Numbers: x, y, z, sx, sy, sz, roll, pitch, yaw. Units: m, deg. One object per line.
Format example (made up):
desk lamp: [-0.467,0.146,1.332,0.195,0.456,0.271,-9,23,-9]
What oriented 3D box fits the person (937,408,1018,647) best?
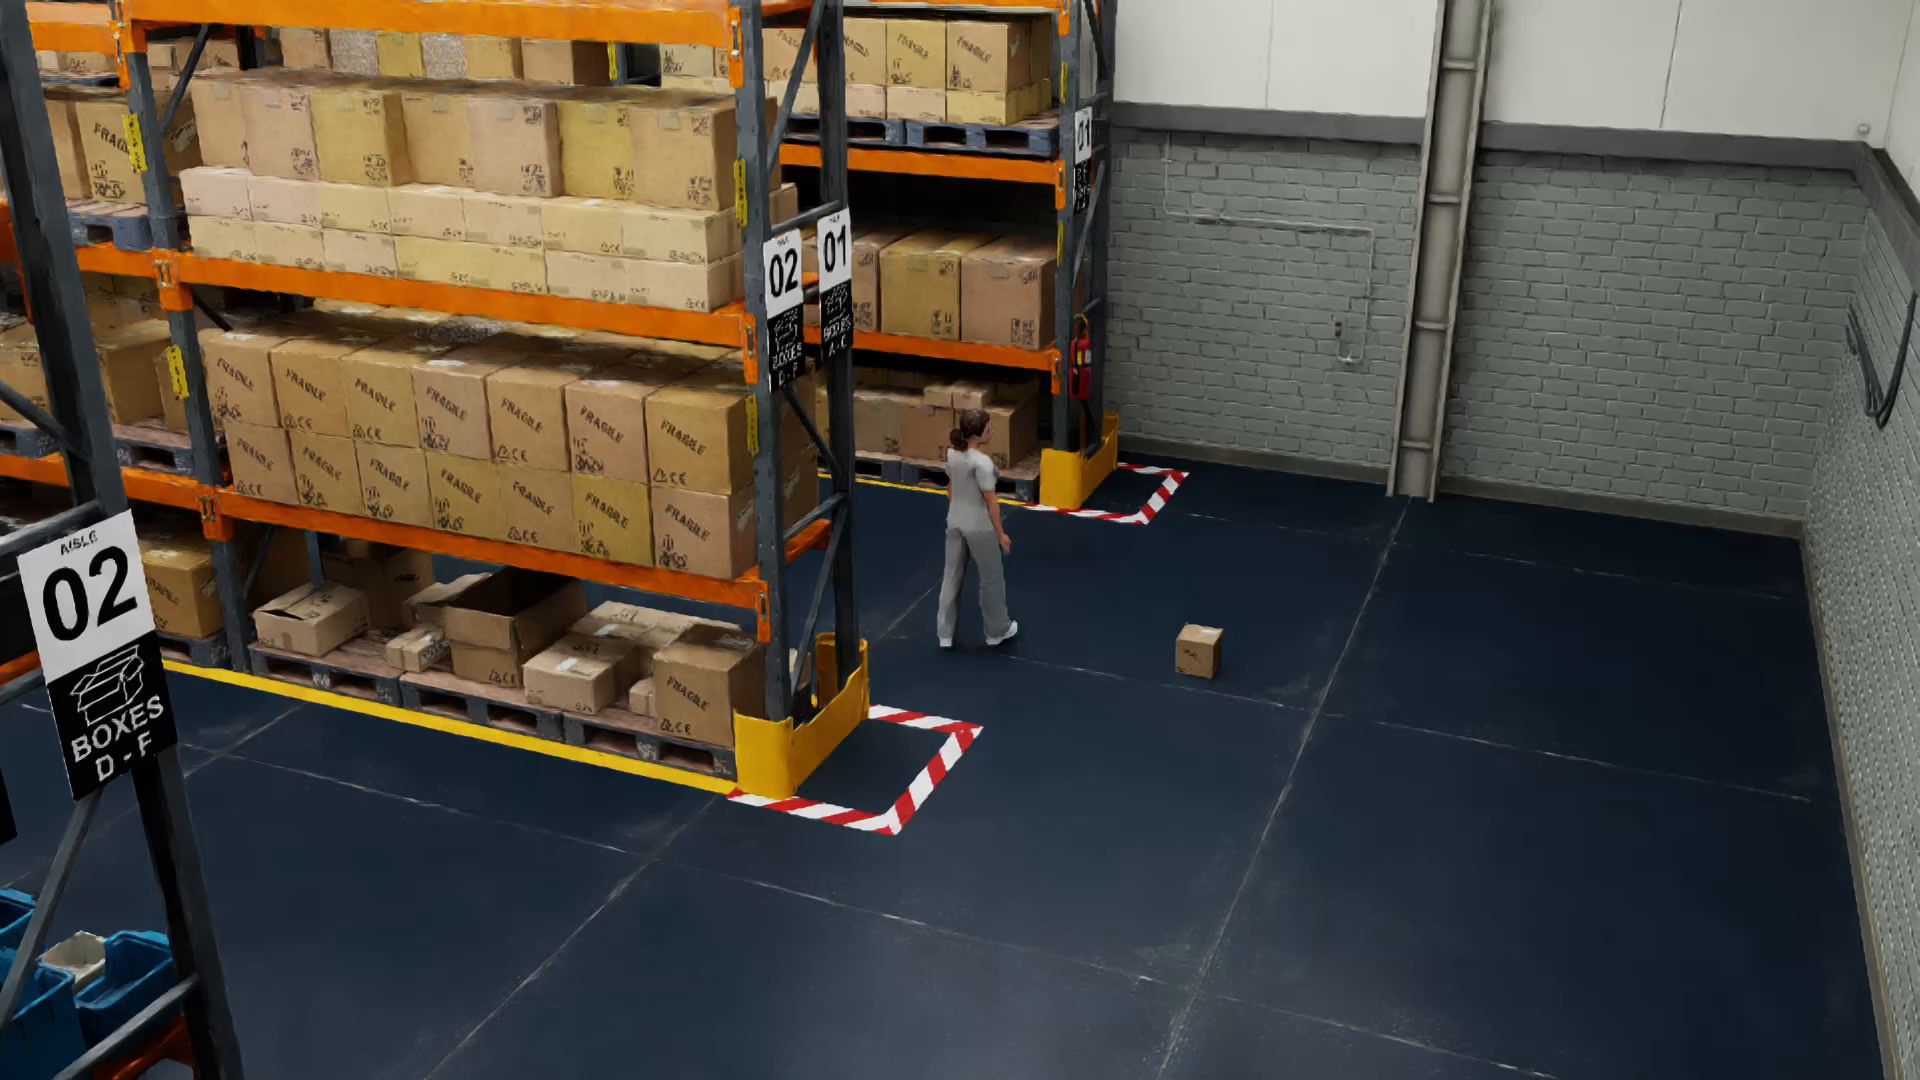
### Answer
person: [0.133,-0.086,11.061,0.561,1.668,0.574,21,30,40]
